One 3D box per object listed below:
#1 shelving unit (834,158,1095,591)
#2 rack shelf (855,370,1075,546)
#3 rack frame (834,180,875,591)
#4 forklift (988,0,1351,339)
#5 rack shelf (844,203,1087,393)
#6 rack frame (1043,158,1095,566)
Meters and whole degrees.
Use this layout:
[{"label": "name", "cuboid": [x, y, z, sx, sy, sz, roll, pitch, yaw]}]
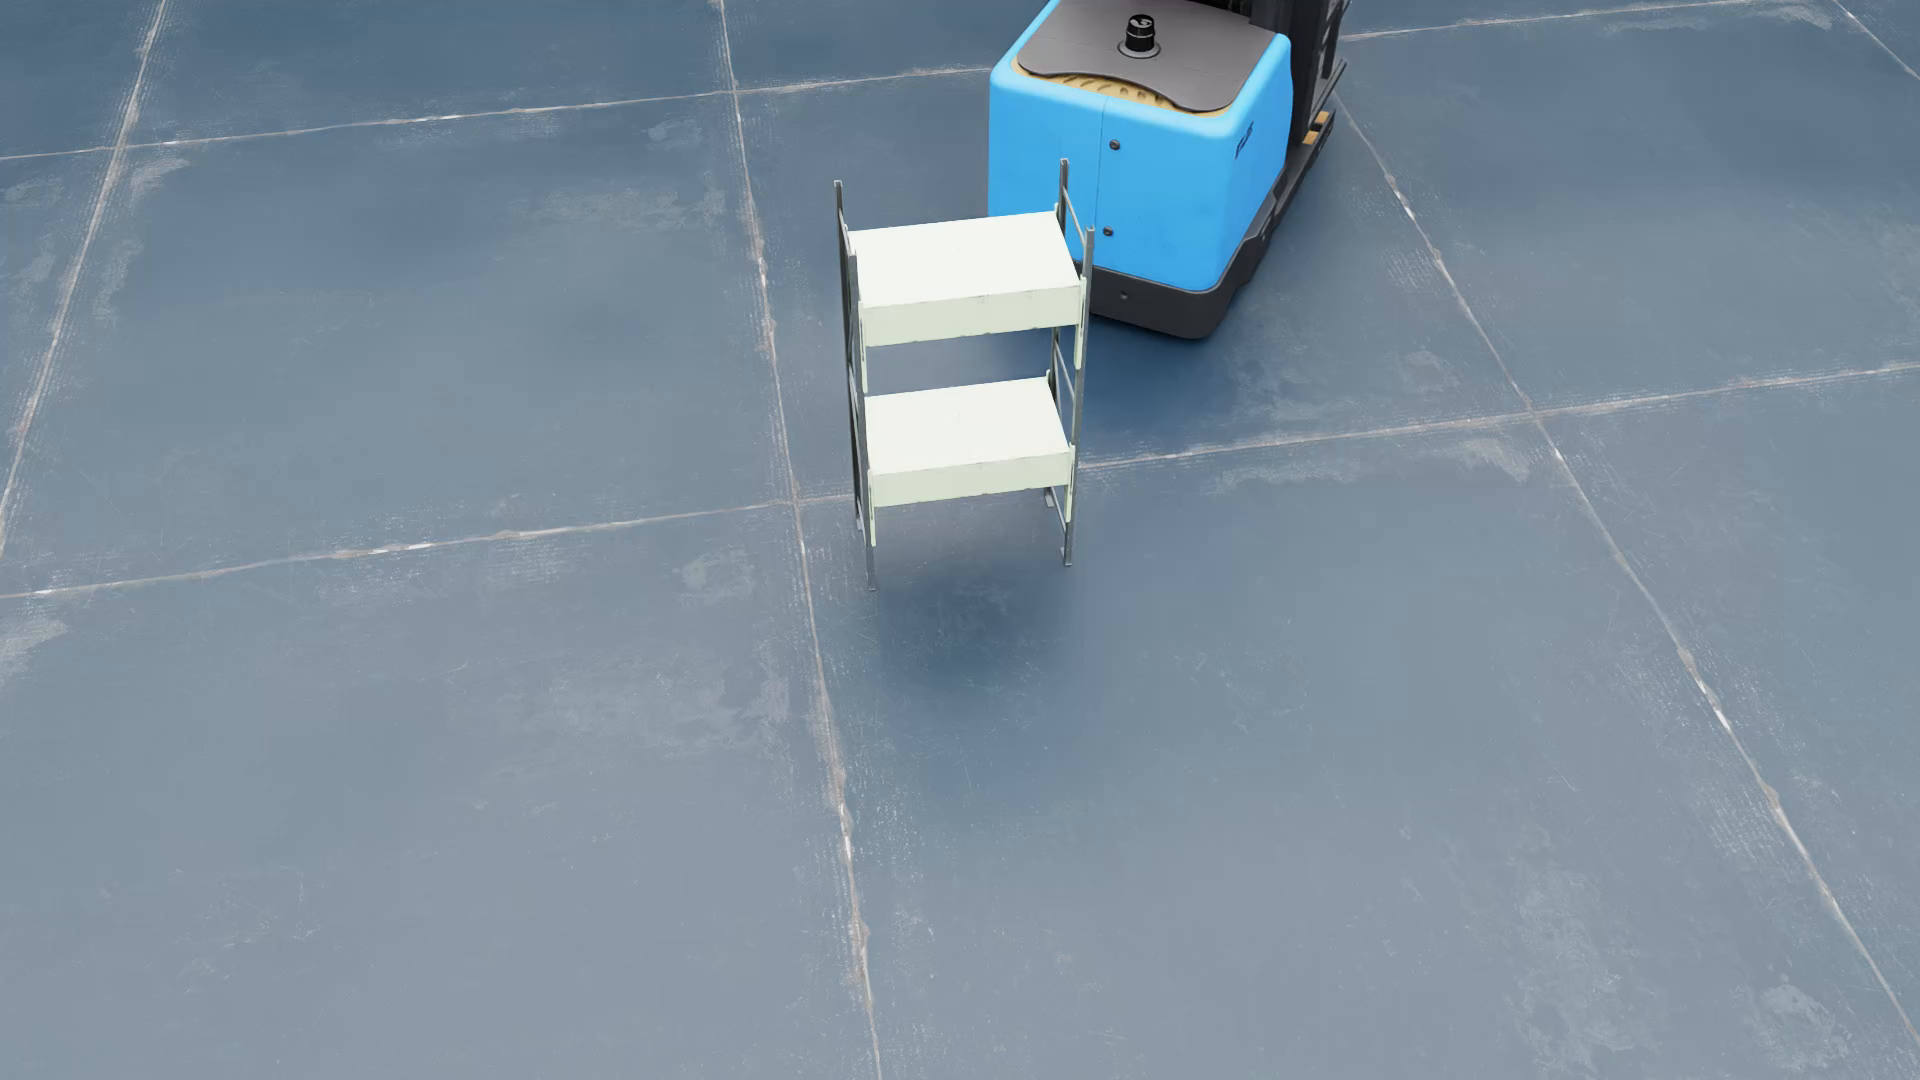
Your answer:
[{"label": "shelving unit", "cuboid": [0.007, -0.521, 5.711, 0.755, 1.500, 0.431, -7, 46, -7]}, {"label": "rack shelf", "cuboid": [0.007, -0.295, 5.945, 0.720, 0.370, 0.431, -7, 46, -7]}, {"label": "rack frame", "cuboid": [-0.354, -0.476, 5.667, 0.023, 1.500, 0.400, -7, 46, -7]}, {"label": "forklift", "cuboid": [1.171, -2.932, 7.039, 1.130, 2.935, 3.031, 18, 49, 17]}, {"label": "rack shelf", "cuboid": [0.007, -0.792, 5.430, 0.720, 0.370, 0.431, -7, 46, -7]}, {"label": "rack frame", "cuboid": [0.367, -0.566, 5.754, 0.023, 1.500, 0.400, -7, 46, -7]}]
